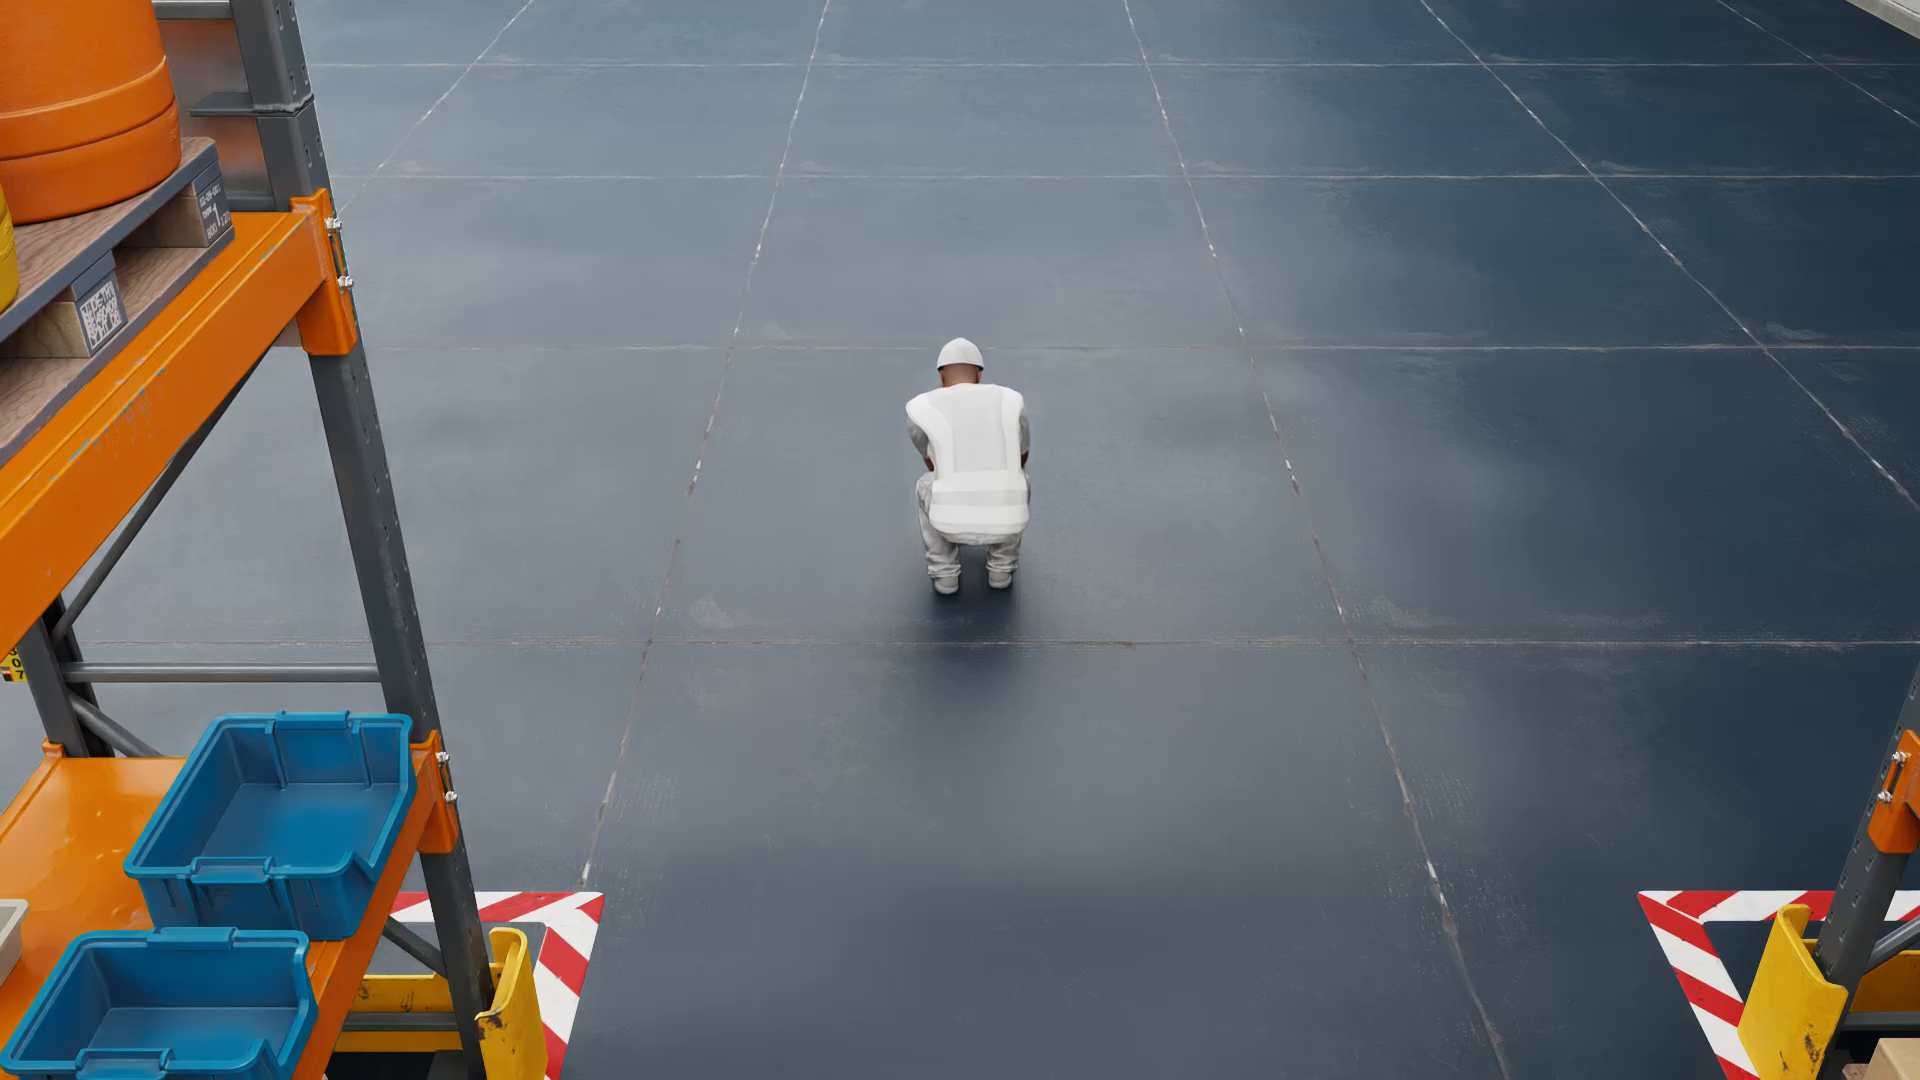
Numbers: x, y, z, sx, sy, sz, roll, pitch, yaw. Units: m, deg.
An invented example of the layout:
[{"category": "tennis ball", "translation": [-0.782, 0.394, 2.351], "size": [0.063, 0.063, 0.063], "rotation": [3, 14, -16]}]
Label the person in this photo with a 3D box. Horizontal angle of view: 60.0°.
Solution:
[{"category": "person", "translation": [0.044, -0.322, 7.410], "size": [0.557, 1.000, 0.894], "rotation": [-1, 31, -1]}]
